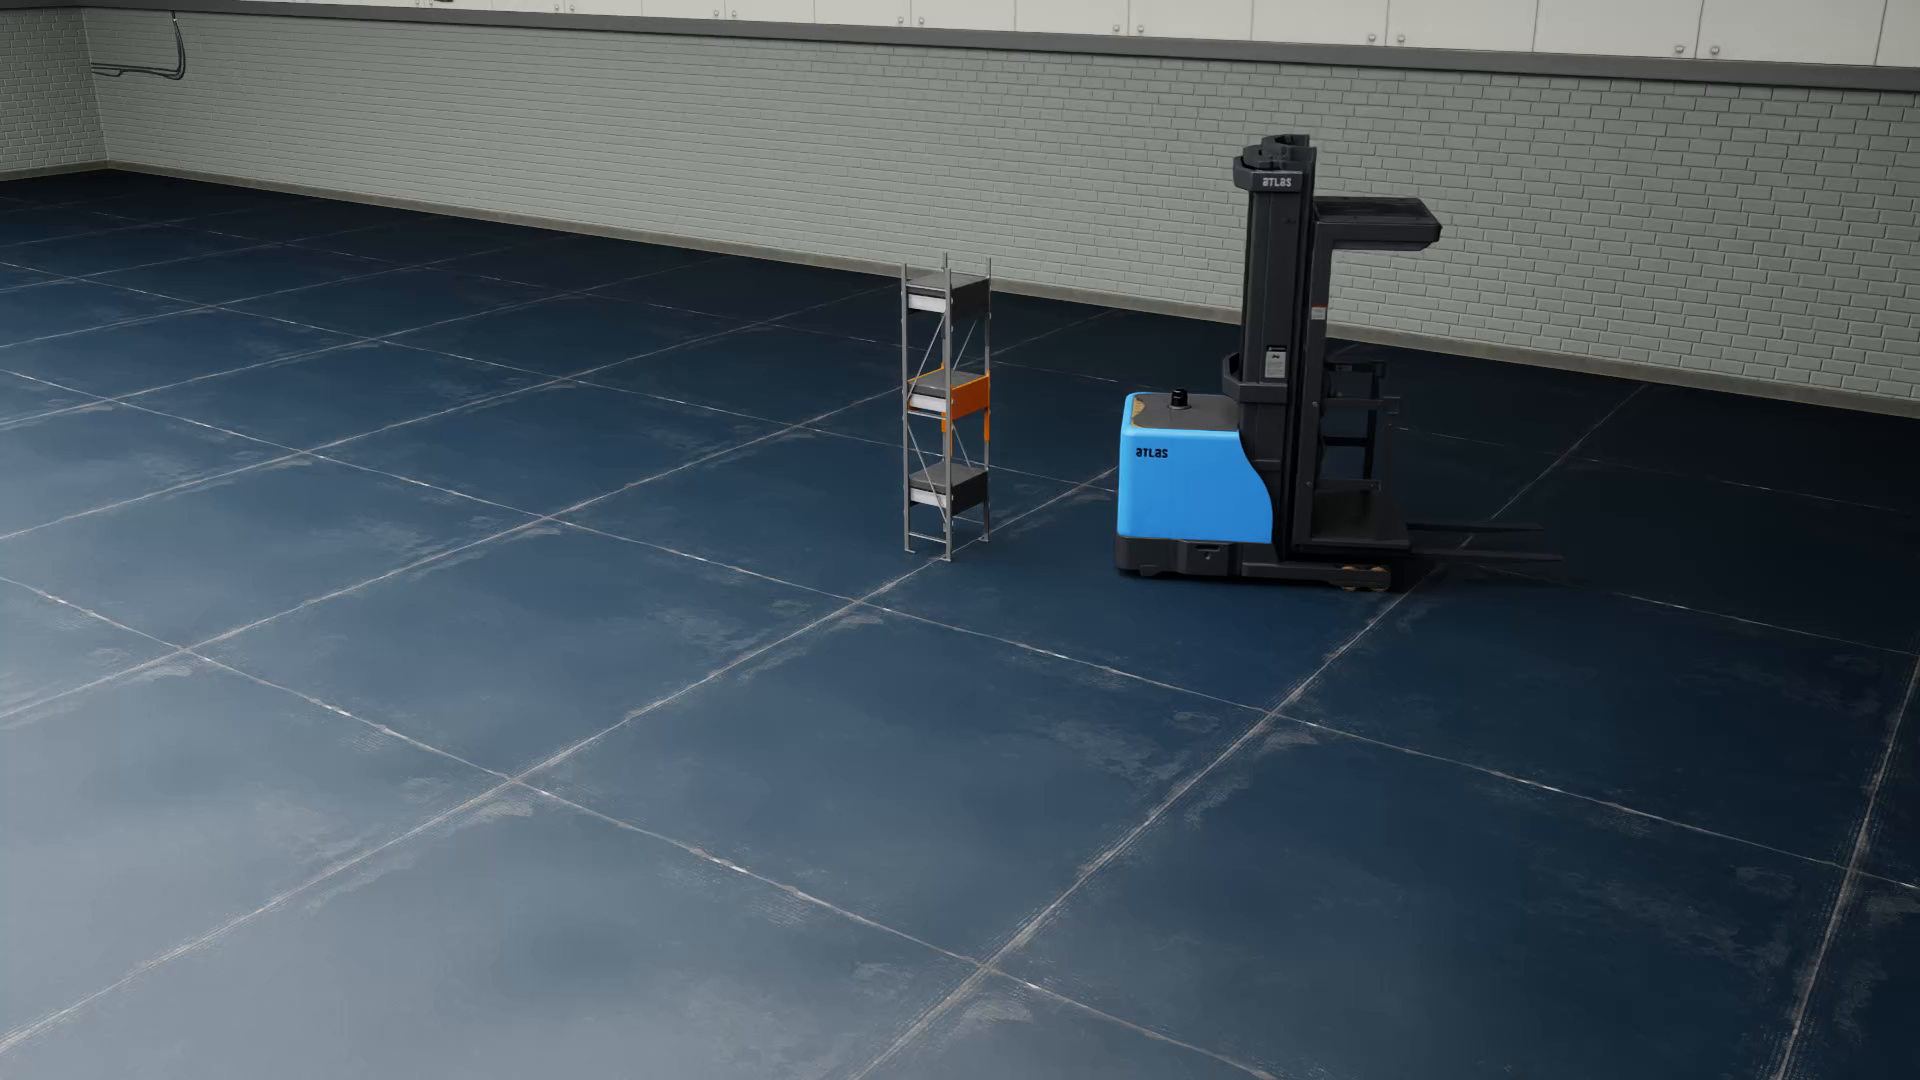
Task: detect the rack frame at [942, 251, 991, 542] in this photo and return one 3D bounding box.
[{"bbox_3d":[0.044,-1.007,11.962,0.400,2.100,0.015,13,24,32],"label":"rack frame"}]

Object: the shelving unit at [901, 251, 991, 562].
[{"bbox_3d":[-0.093,-0.937,11.772,0.431,2.100,0.503,13,24,32],"label":"shelving unit"}]

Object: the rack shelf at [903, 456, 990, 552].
[{"bbox_3d":[-0.093,-0.268,12.020,0.431,0.518,0.480,13,24,32],"label":"rack shelf"}]

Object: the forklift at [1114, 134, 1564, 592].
[{"bbox_3d":[2.634,-1.217,11.331,3.031,2.935,1.130,3,20,7],"label":"forklift"}]

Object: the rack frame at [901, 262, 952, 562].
[{"bbox_3d":[-0.230,-0.867,11.583,0.400,2.100,0.015,13,24,32],"label":"rack frame"}]

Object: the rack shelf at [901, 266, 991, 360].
[{"bbox_3d":[-0.093,-1.581,11.534,0.431,0.518,0.480,13,24,32],"label":"rack shelf"}]

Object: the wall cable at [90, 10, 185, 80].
[{"bbox_3d":[-14.678,-9.403,29.190,3.097,2.526,0.112,13,24,32],"label":"wall cable"}]

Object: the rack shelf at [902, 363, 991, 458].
[{"bbox_3d":[-0.093,-0.925,11.777,0.431,0.518,0.480,13,24,32],"label":"rack shelf"}]
